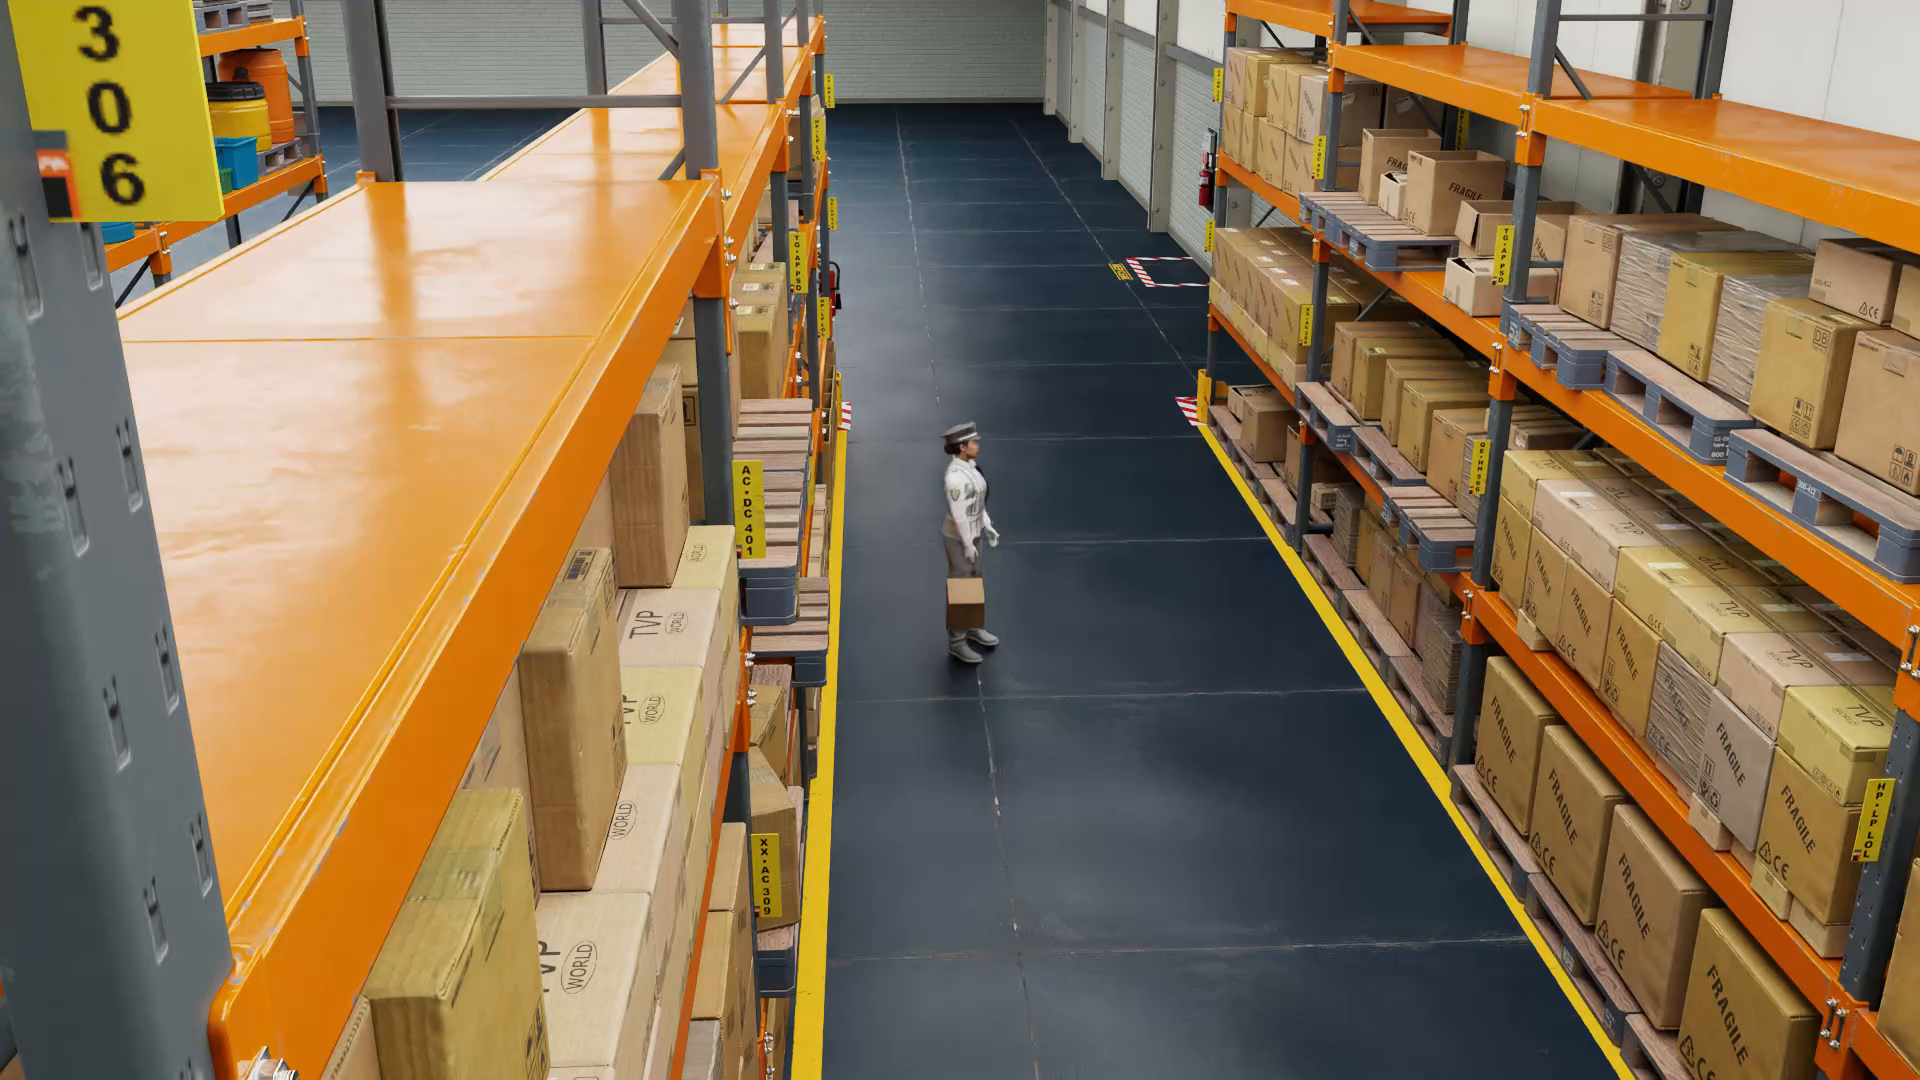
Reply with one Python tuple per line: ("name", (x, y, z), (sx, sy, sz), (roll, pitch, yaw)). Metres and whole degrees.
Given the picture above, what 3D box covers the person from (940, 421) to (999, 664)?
("person", (0.061, -0.004, 11.818), (0.415, 1.697, 0.534), (4, 21, 11))
